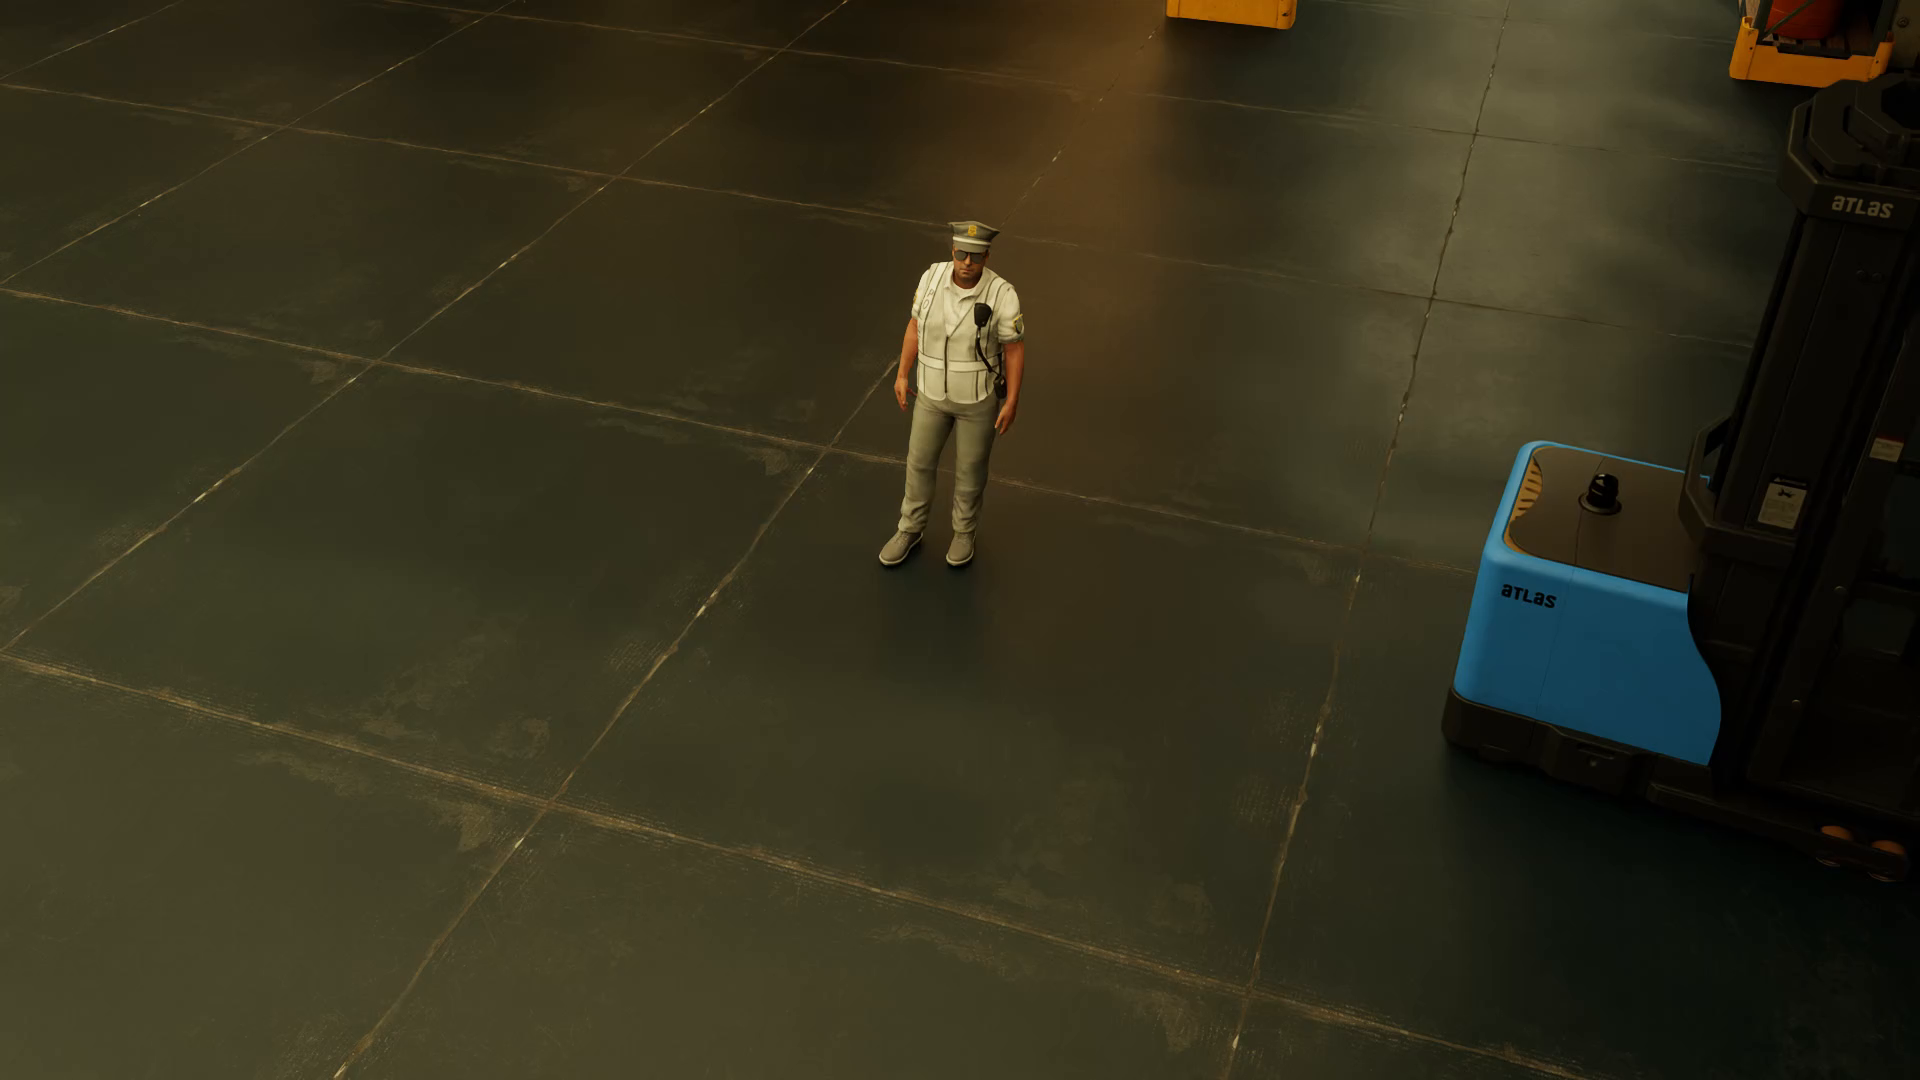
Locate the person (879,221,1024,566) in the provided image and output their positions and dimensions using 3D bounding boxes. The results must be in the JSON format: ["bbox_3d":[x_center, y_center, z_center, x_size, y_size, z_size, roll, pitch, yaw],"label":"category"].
[{"bbox_3d":[-0.037,-0.693,8.068,0.641,1.781,0.574,12,37,16],"label":"person"}]

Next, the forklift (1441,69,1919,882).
[{"bbox_3d":[3.684,-0.172,6.353,3.031,2.935,1.130,15,38,20],"label":"forklift"}]
